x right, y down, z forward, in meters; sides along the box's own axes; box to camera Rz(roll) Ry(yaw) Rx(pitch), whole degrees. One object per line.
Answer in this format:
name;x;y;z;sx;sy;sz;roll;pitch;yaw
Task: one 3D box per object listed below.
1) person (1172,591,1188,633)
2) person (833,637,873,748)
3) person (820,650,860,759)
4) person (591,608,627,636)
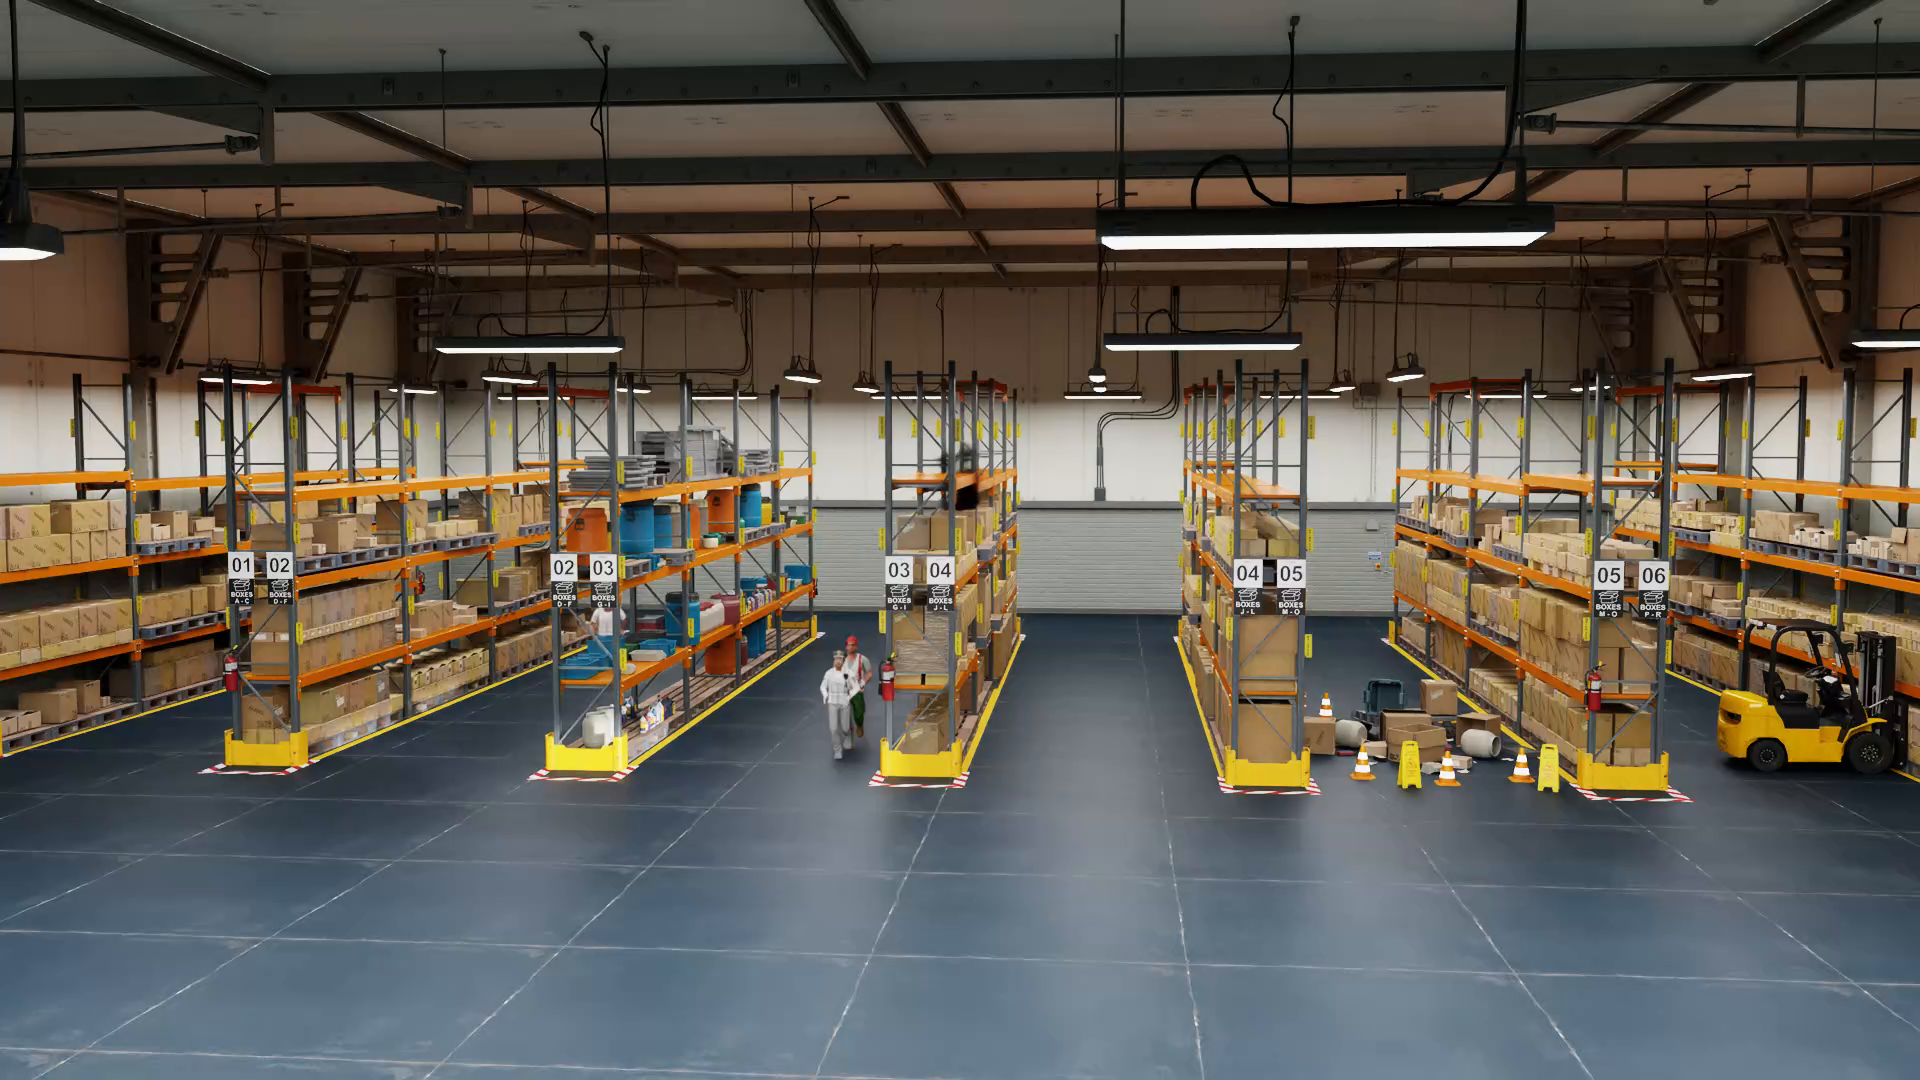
person;5.640;1.508;40.809;0.893;1.597;0.676;1;4;16
person;-1.720;2.400;26.350;0.659;1.743;0.676;0;4;2
person;-1.850;2.502;25.457;0.614;1.647;0.540;0;4;4
person;-7.065;1.945;33.375;0.713;1.728;0.565;0;4;-4
